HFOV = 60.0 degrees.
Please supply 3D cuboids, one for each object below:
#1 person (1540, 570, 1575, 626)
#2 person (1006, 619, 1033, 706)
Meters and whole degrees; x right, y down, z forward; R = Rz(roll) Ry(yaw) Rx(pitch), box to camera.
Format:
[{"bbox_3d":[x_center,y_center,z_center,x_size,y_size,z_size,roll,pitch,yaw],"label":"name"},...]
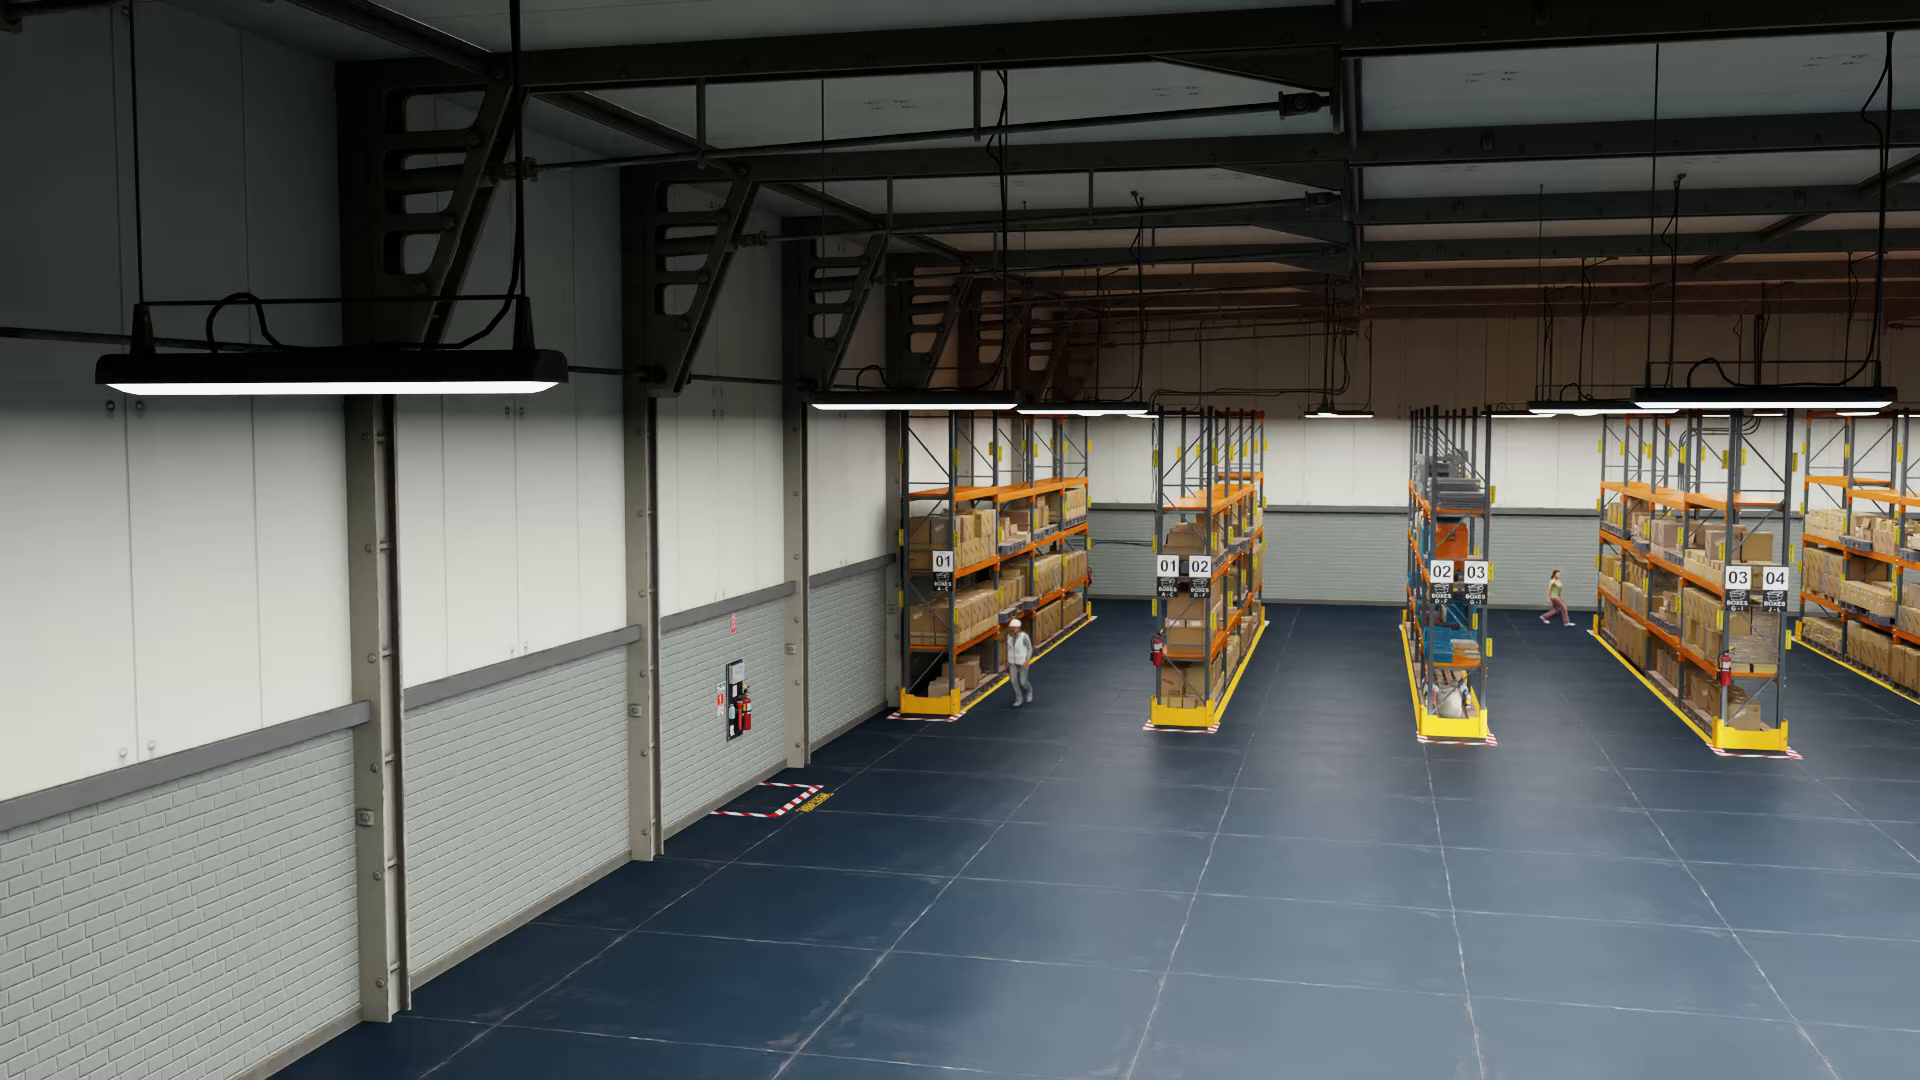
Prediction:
[{"bbox_3d":[16.707,1.605,46.513,0.441,1.557,1.056,-4,6,-45],"label":"person"},{"bbox_3d":[1.213,2.449,33.526,0.600,1.754,0.660,2,5,26],"label":"person"}]
